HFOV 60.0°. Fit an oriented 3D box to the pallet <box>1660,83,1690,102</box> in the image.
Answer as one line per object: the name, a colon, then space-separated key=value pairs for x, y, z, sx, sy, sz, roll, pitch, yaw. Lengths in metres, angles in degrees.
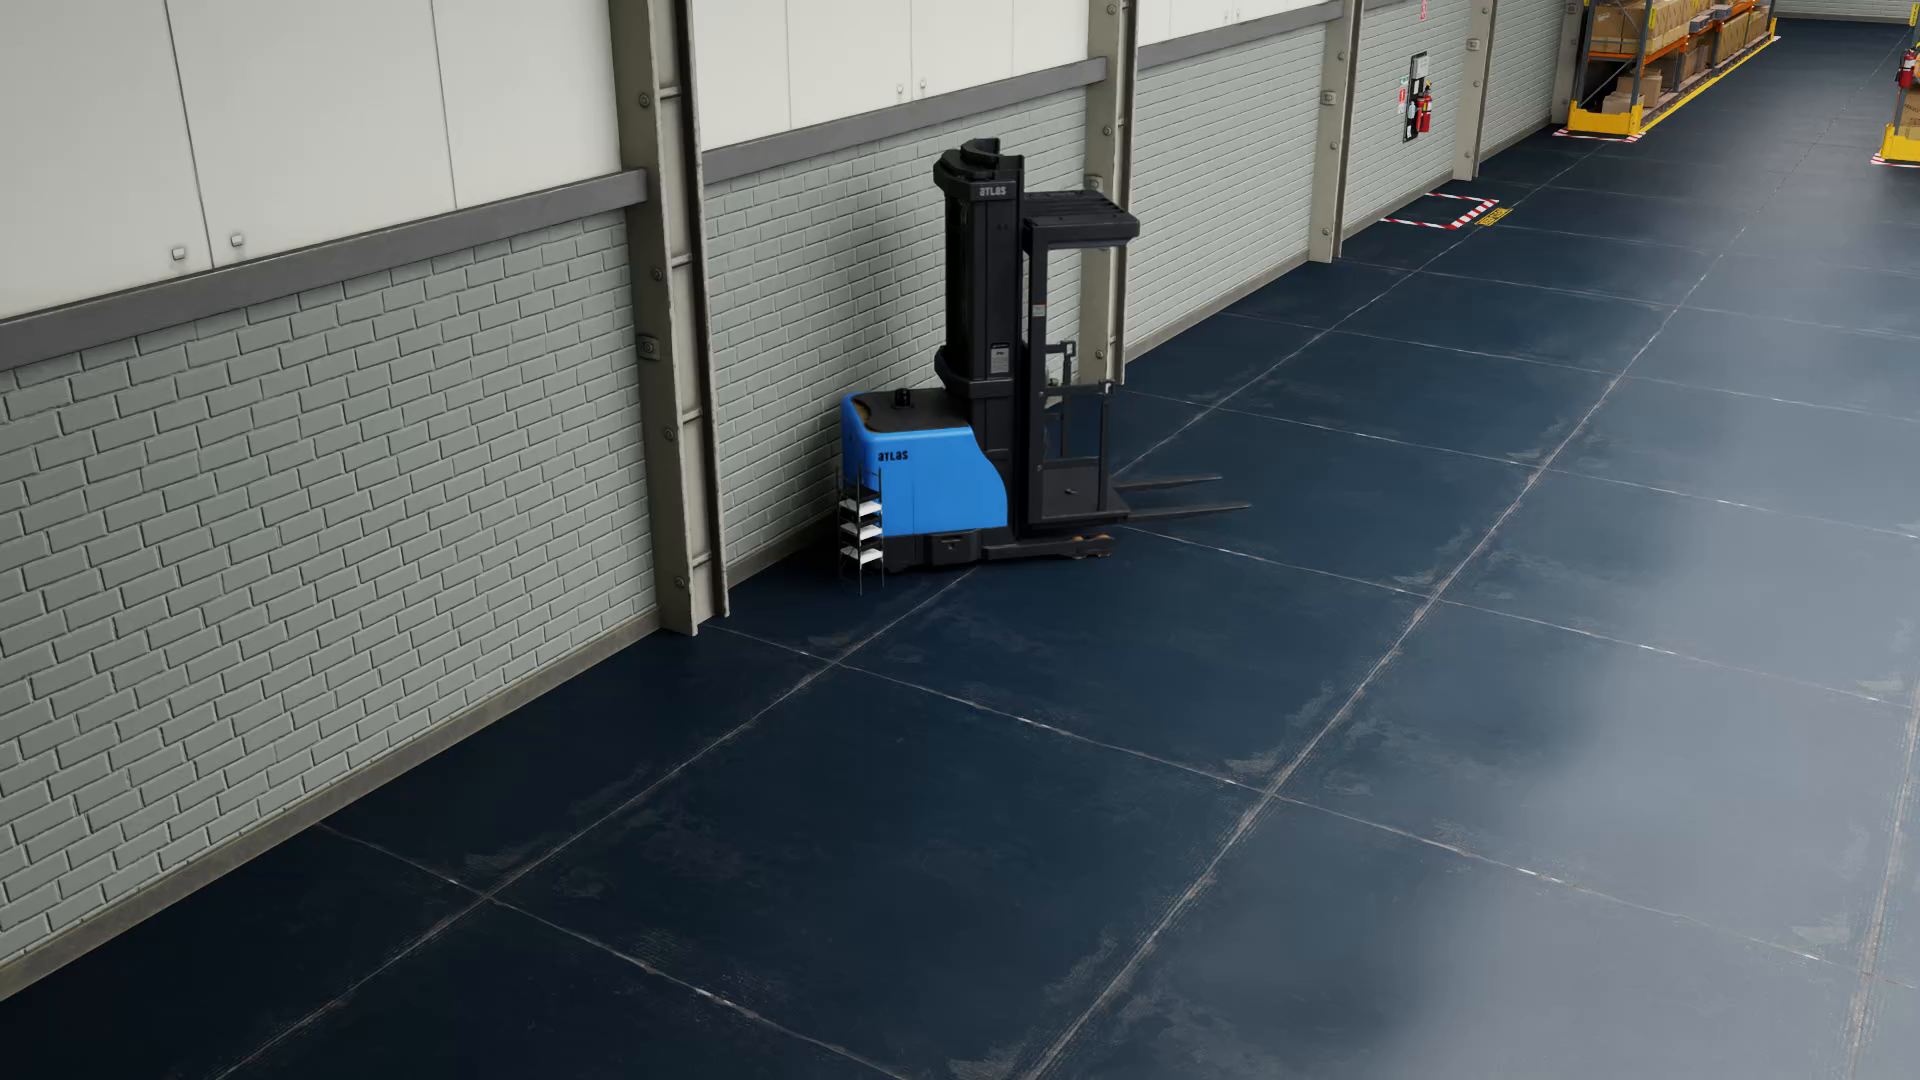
pallet: x=13.734 y=-8.848 z=32.758 sx=1.003 sy=0.211 sz=1.213 roll=14 pitch=27 yaw=29

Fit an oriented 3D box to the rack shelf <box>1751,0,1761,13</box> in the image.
rack shelf: x=18.599 y=-12.909 z=39.535 sx=1.077 sy=0.370 sz=4.000 roll=14 pitch=27 yaw=29

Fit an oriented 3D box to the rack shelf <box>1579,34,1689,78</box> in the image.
rack shelf: x=12.269 y=-8.859 z=30.180 sx=1.077 sy=0.370 sz=4.000 roll=14 pitch=27 yaw=29

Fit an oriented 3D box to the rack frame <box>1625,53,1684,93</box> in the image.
rack frame: x=13.324 y=-9.864 z=31.596 sx=1.000 sy=3.000 sz=0.127 roll=14 pitch=27 yaw=29

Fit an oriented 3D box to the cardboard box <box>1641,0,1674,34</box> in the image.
cardboard box: x=12.269 y=-9.235 z=29.361 sx=0.500 sy=0.500 sz=0.500 roll=13 pitch=27 yaw=27

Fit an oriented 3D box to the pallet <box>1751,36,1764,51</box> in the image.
pallet: x=18.655 y=-11.938 z=39.897 sx=1.003 sy=0.211 sz=1.213 roll=14 pitch=27 yaw=29

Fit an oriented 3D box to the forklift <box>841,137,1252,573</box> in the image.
forklift: x=0.673 y=-1.399 z=12.129 sx=3.031 sy=2.935 sz=1.130 roll=-5 pitch=24 yaw=-12

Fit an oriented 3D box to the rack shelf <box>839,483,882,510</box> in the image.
rack shelf: x=-0.702 y=-0.305 z=11.562 sx=0.200 sy=0.077 sz=0.258 roll=-20 pitch=30 yaw=-38

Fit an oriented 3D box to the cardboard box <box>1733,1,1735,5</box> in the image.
cardboard box: x=16.605 y=-11.691 z=36.106 sx=0.380 sy=0.149 sz=0.250 roll=14 pitch=27 yaw=29

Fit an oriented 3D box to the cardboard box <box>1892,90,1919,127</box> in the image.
cardboard box: x=15.455 y=-6.996 z=26.958 sx=0.500 sy=0.500 sz=0.500 roll=14 pitch=27 yaw=29

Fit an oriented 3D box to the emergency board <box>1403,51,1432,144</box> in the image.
emergency board: x=6.348 y=-6.081 z=22.856 sx=0.194 sy=1.169 sz=0.643 roll=14 pitch=27 yaw=29

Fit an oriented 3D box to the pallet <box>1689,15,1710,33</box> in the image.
pallet: x=13.851 y=-10.004 z=32.159 sx=1.003 sy=0.211 sz=1.213 roll=14 pitch=27 yaw=29

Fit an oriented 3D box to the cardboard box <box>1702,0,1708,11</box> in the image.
cardboard box: x=14.557 y=-10.876 z=33.254 sx=0.700 sy=0.500 sz=0.500 roll=14 pitch=27 yaw=29

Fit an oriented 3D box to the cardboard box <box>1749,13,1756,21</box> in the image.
cardboard box: x=18.362 y=-12.216 z=38.829 sx=0.380 sy=0.149 sz=0.250 roll=15 pitch=28 yaw=31

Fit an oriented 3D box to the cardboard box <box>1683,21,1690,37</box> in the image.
cardboard box: x=13.332 y=-9.581 z=31.106 sx=0.500 sy=0.250 sz=0.500 roll=14 pitch=27 yaw=29

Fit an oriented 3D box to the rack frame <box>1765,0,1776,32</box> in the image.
rack frame: x=19.654 y=-13.914 z=40.952 sx=1.000 sy=3.000 sz=0.127 roll=14 pitch=27 yaw=29

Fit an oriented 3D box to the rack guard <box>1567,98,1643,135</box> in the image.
rack guard: x=11.254 y=-7.393 z=29.033 sx=1.175 sy=0.500 sz=0.348 roll=14 pitch=27 yaw=29

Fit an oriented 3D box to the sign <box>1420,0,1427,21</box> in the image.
sign: x=6.259 y=-7.162 z=22.437 sx=0.001 sy=0.298 sz=0.199 roll=14 pitch=27 yaw=29

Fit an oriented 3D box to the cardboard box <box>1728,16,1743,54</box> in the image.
cardboard box: x=16.846 y=-11.223 z=36.913 sx=0.750 sy=0.750 sz=0.750 roll=15 pitch=27 yaw=31

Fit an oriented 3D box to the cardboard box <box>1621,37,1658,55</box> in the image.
cardboard box: x=11.742 y=-8.553 z=28.730 sx=0.500 sy=0.250 sz=0.500 roll=13 pitch=27 yaw=27

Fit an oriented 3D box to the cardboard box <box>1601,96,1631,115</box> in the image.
cardboard box: x=11.656 y=-7.697 z=29.420 sx=0.500 sy=0.311 sz=0.500 roll=11 pitch=26 yaw=23

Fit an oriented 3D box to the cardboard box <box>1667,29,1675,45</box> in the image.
cardboard box: x=12.546 y=-9.072 z=29.929 sx=0.500 sy=0.250 sz=0.500 roll=14 pitch=27 yaw=29

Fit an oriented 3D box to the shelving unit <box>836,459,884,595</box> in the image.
shelving unit: x=-0.702 y=-0.088 z=11.657 sx=0.210 sy=0.900 sz=0.258 roll=-20 pitch=30 yaw=-38

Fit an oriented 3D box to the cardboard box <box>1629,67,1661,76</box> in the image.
cardboard box: x=12.811 y=-8.560 z=31.177 sx=0.500 sy=0.500 sz=0.500 roll=12 pitch=26 yaw=25

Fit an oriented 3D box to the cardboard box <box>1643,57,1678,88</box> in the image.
cardboard box: x=13.699 y=-9.171 z=32.587 sx=0.700 sy=0.500 sz=0.500 roll=15 pitch=28 yaw=31

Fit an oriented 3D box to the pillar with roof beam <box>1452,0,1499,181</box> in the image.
pillar with roof beam: x=11.341 y=-8.758 z=21.488 sx=9.100 sy=9.000 sz=0.400 roll=14 pitch=27 yaw=29

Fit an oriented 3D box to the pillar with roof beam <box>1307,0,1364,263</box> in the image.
pillar with roof beam: x=8.176 y=-6.732 z=16.810 sx=9.100 sy=9.000 sz=0.400 roll=14 pitch=27 yaw=29

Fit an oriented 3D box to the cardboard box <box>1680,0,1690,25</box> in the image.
cardboard box: x=13.079 y=-9.755 z=30.563 sx=0.500 sy=0.500 sz=0.500 roll=14 pitch=27 yaw=29

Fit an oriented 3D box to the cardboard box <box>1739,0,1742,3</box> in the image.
cardboard box: x=17.044 y=-11.947 z=36.697 sx=0.380 sy=0.149 sz=0.250 roll=14 pitch=27 yaw=29

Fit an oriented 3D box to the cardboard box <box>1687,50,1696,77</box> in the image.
cardboard box: x=14.490 y=-9.692 z=33.791 sx=0.700 sy=0.500 sz=0.500 roll=14 pitch=27 yaw=29

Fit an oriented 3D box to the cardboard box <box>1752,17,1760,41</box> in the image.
cardboard box: x=18.566 y=-12.182 z=39.569 sx=0.700 sy=0.500 sz=0.500 roll=15 pitch=27 yaw=30

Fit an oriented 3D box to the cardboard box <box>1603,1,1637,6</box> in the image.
cardboard box: x=11.556 y=-9.170 z=29.212 sx=0.500 sy=0.500 sz=0.500 roll=14 pitch=27 yaw=30

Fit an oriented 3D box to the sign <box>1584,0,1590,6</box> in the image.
sign: x=10.753 y=-9.314 z=28.469 sx=0.100 sy=0.325 sz=0.005 roll=14 pitch=27 yaw=29

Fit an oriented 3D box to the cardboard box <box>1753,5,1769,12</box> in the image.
cardboard box: x=19.457 y=-12.919 z=40.453 sx=0.380 sy=0.149 sz=0.250 roll=14 pitch=27 yaw=28

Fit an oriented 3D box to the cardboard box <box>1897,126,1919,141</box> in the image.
cardboard box: x=15.457 y=-6.651 z=27.106 sx=0.500 sy=0.250 sz=0.500 roll=14 pitch=27 yaw=29

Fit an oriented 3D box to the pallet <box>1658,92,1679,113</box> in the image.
pallet: x=13.000 y=-8.350 z=31.609 sx=1.003 sy=0.211 sz=1.213 roll=14 pitch=27 yaw=29

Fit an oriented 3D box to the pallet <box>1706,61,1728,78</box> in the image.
pallet: x=15.914 y=-10.185 z=35.847 sx=1.003 sy=0.211 sz=1.213 roll=14 pitch=27 yaw=29

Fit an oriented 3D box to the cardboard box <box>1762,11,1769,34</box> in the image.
cardboard box: x=19.370 y=-12.703 z=40.771 sx=0.700 sy=0.500 sz=0.500 roll=14 pitch=27 yaw=29

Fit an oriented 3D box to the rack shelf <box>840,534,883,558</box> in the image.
rack shelf: x=-0.702 y=0.025 z=11.706 sx=0.200 sy=0.077 sz=0.258 roll=-20 pitch=30 yaw=-38

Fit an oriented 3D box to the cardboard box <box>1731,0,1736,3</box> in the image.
cardboard box: x=16.192 y=-11.691 z=35.290 sx=0.500 sy=0.500 sz=0.500 roll=15 pitch=28 yaw=31
